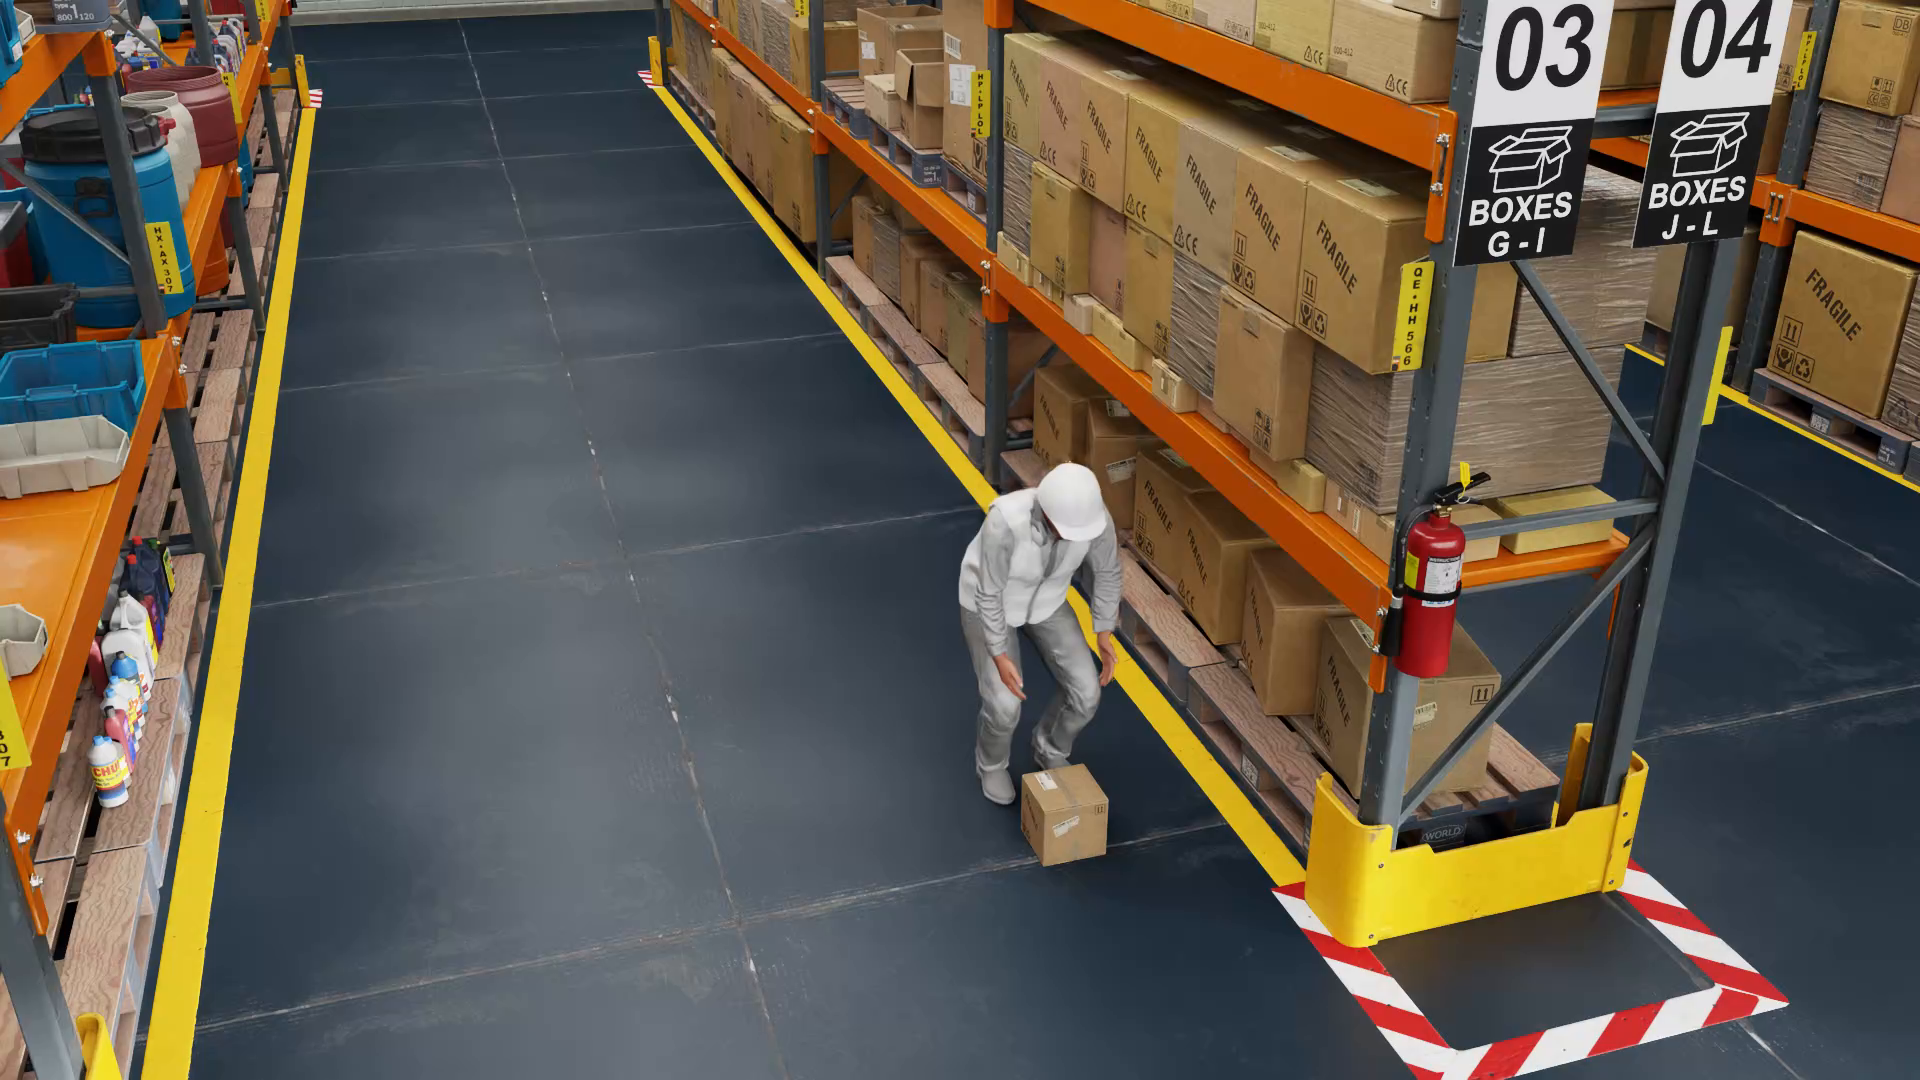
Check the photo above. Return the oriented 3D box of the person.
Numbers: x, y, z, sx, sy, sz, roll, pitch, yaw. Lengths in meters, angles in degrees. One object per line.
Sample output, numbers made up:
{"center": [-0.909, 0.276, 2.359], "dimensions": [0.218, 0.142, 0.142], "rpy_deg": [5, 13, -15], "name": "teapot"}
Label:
{"center": [0.308, 0.303, 6.309], "dimensions": [0.591, 1.478, 0.734], "rpy_deg": [-9, 27, -17], "name": "person"}
